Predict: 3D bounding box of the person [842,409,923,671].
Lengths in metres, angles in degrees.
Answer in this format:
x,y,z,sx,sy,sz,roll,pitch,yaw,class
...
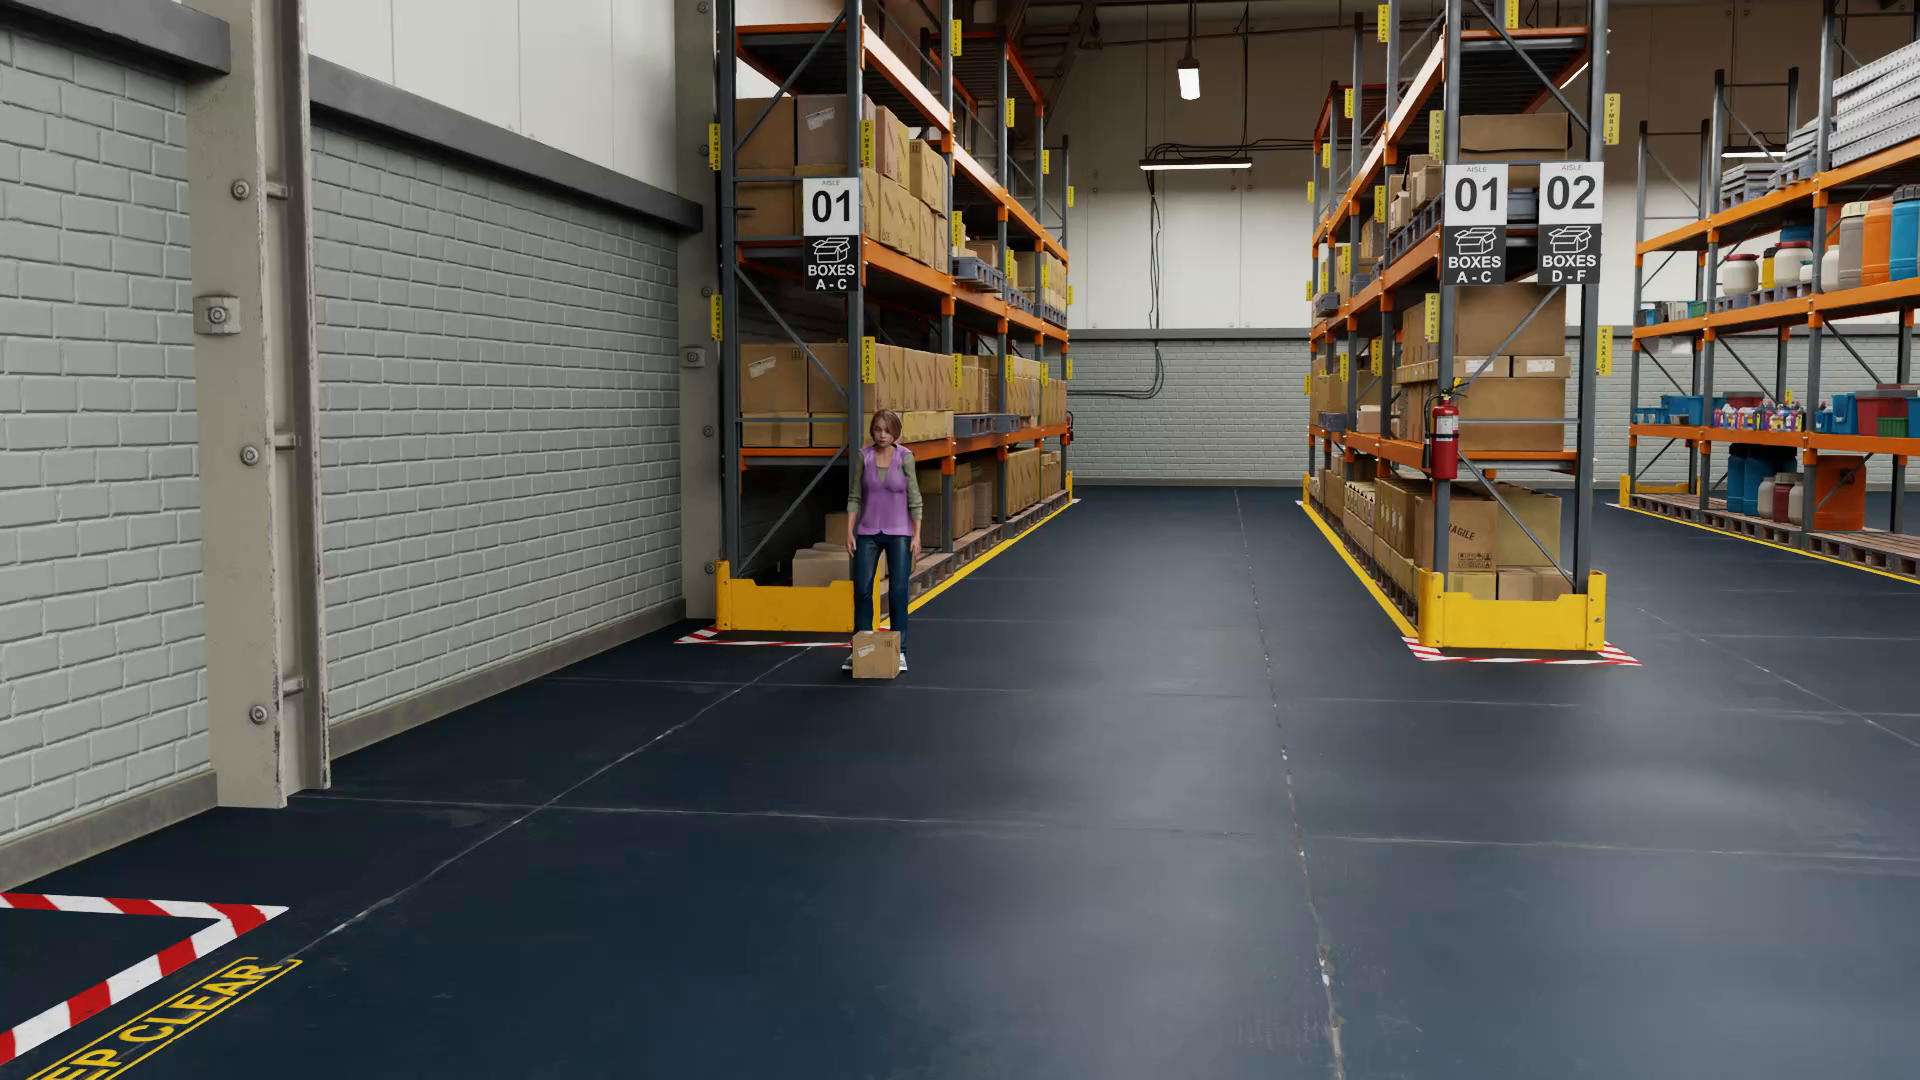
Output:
x,y,z,sx,sy,sz,roll,pitch,yaw,class
-0.468,-0.002,10.151,0.483,1.594,0.340,0,5,6,person
